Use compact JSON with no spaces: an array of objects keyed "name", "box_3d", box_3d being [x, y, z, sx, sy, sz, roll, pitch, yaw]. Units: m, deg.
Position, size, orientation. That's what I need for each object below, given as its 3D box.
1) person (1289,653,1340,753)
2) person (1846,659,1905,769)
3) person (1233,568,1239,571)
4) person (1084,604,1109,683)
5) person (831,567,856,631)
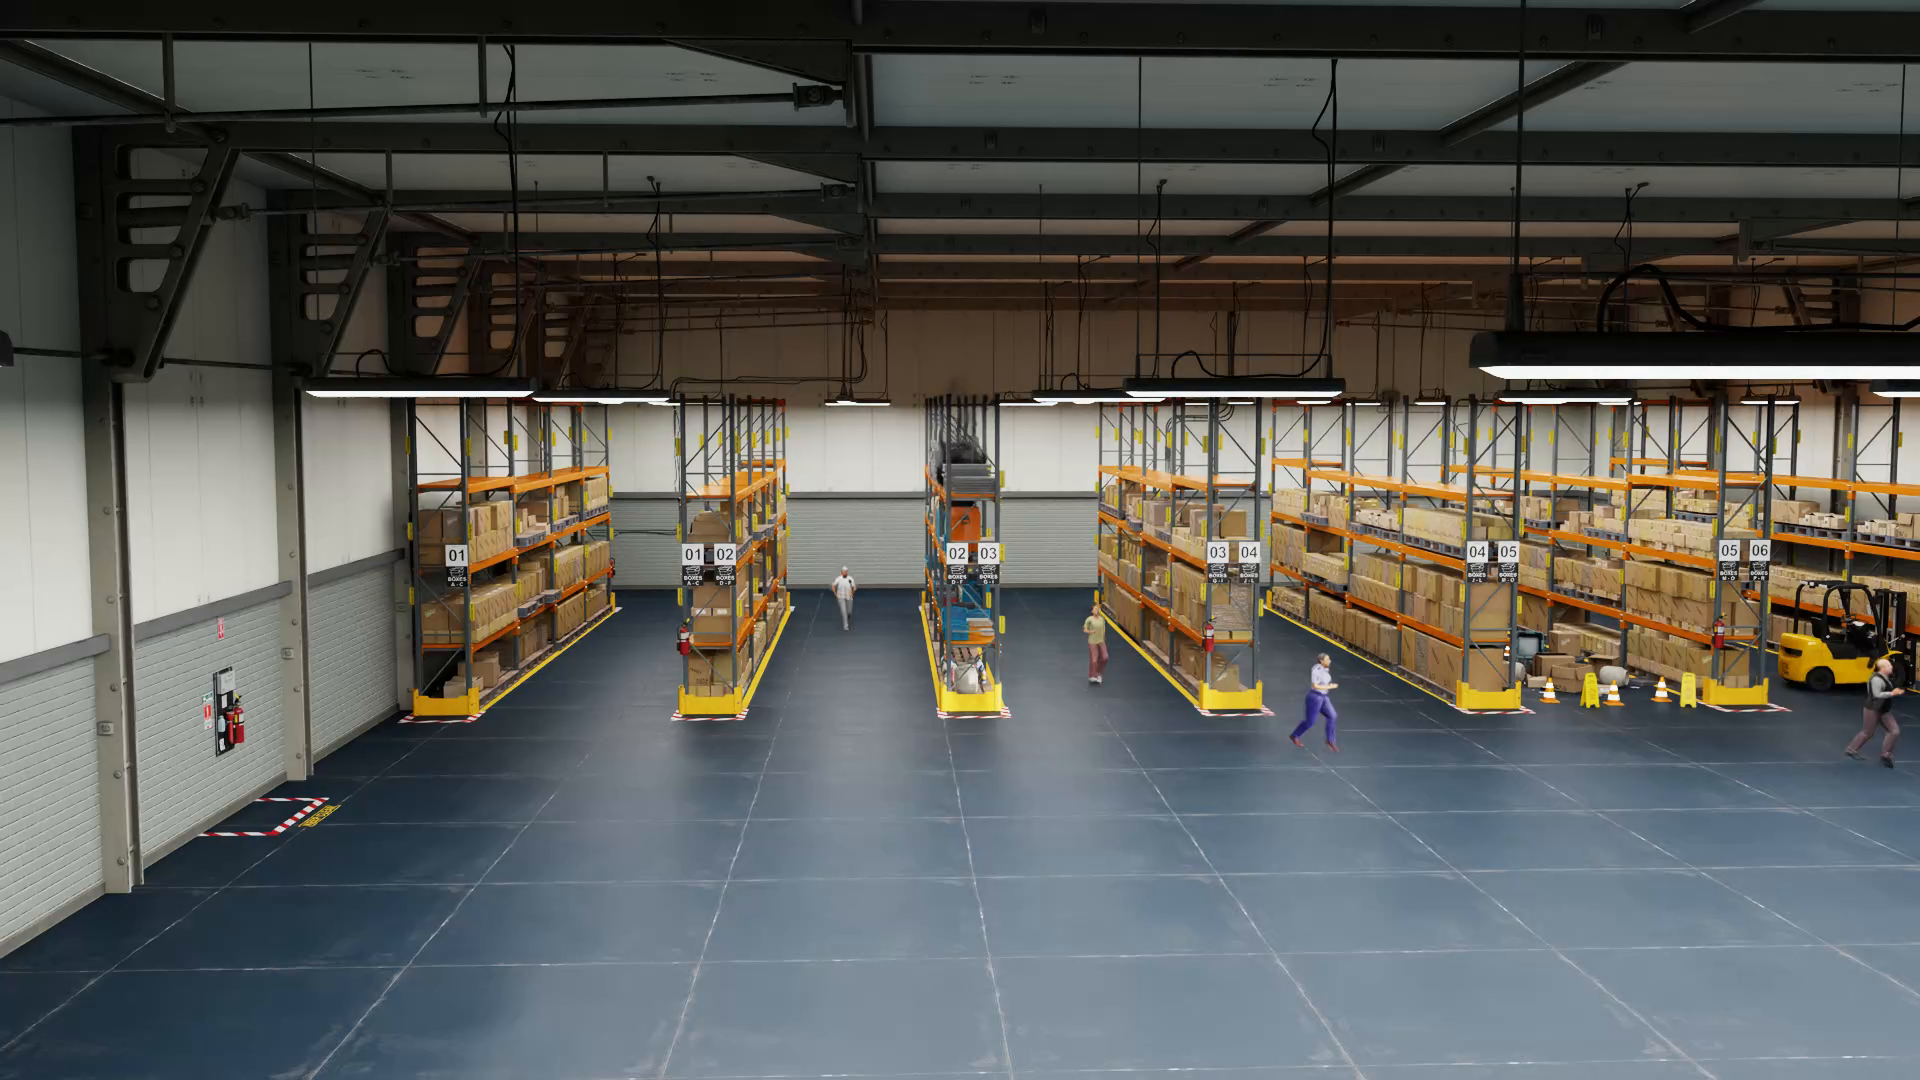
[{"name":"person","box_3d":[5.943,2.717,27.850,0.877,1.694,0.627,3,5,31]},{"name":"person","box_3d":[14.624,2.779,26.557,0.625,1.791,0.830,-4,6,-40]},{"name":"person","box_3d":[7.722,1.183,47.095,0.622,1.683,0.604,0,5,4]},{"name":"person","box_3d":[2.851,2.160,34.611,0.564,1.663,0.601,-2,5,-20]},{"name":"person","box_3d":[-2.998,1.514,43.042,0.636,1.632,0.758,-1,5,-13]}]
